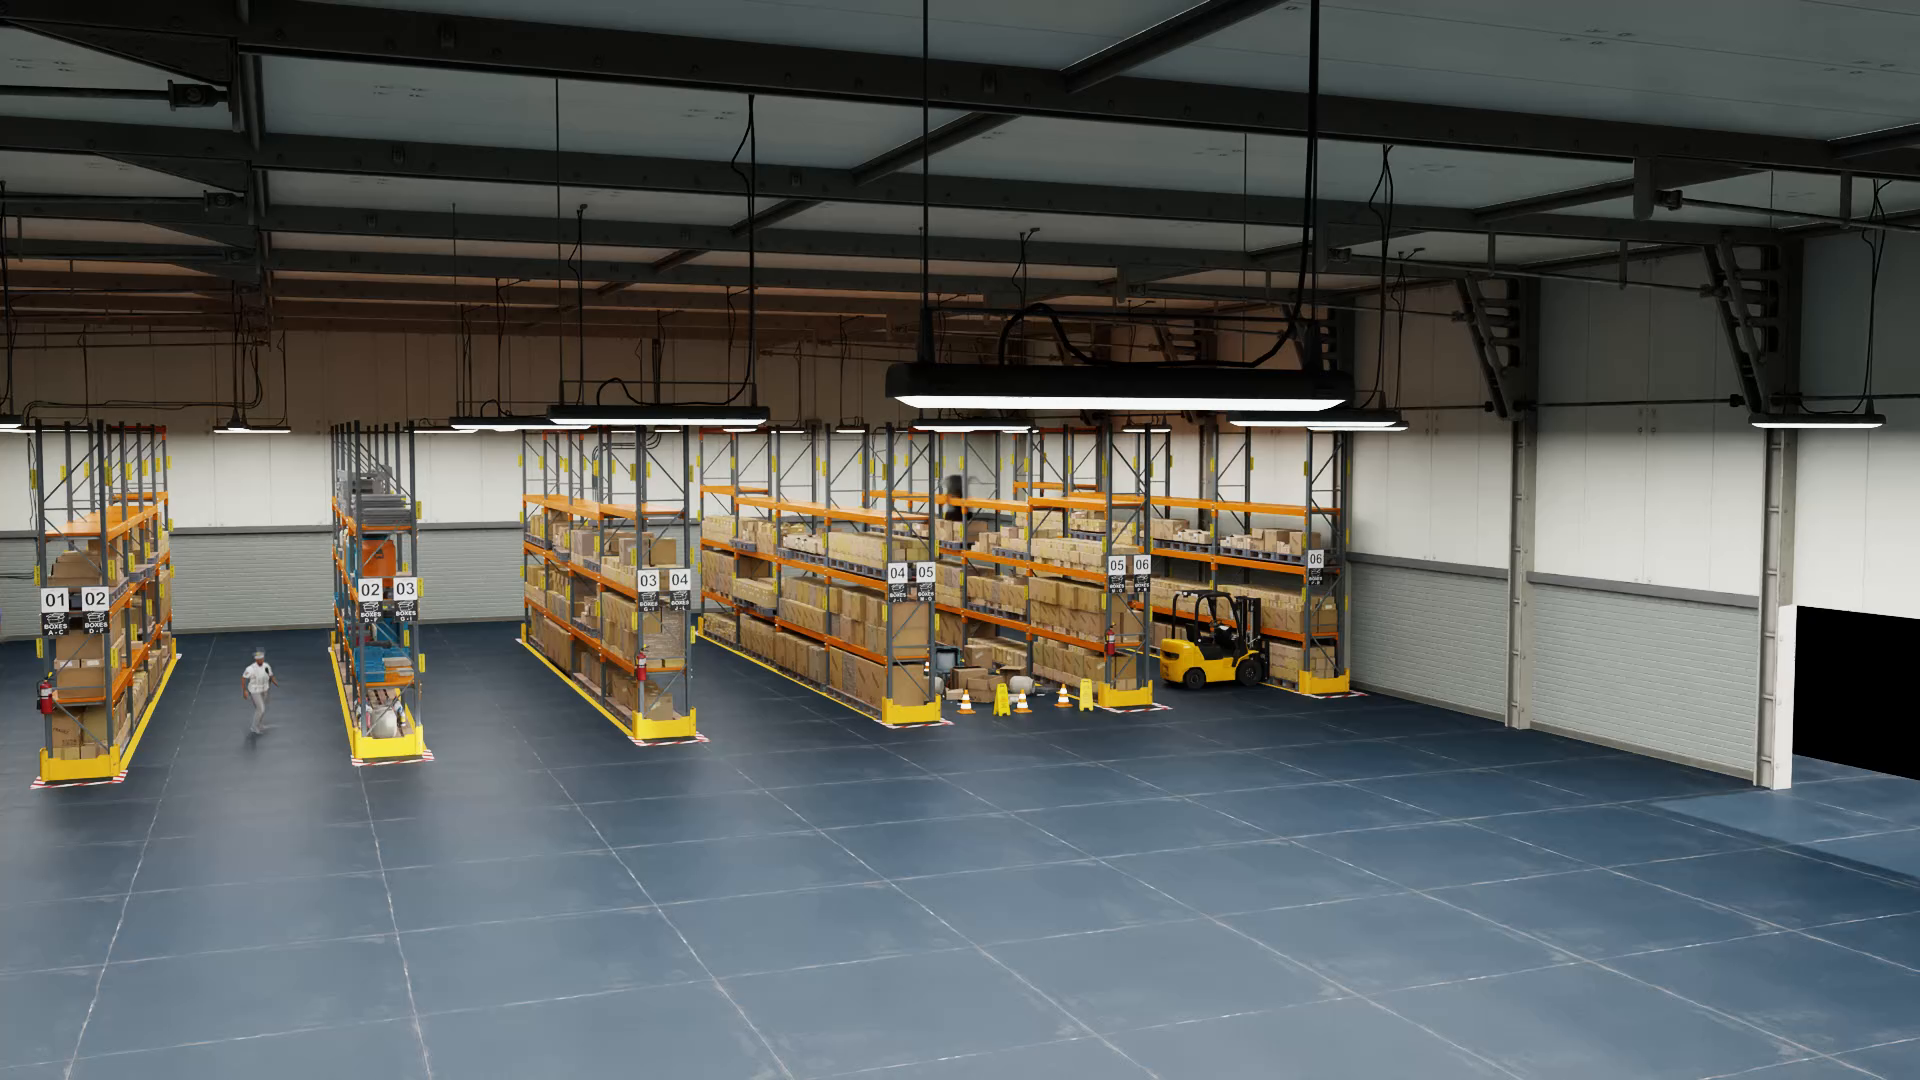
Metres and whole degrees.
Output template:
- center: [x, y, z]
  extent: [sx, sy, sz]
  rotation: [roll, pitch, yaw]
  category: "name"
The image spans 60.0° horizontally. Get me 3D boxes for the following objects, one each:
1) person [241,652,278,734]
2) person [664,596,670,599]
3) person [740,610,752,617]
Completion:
- center: [-13.493, 2.954, 32.136]
  extent: [0.807, 1.641, 0.604]
  rotation: [1, 4, 22]
  category: "person"
- center: [-8.439, 1.948, 47.810]
  extent: [0.611, 1.692, 0.670]
  rotation: [-1, 4, -10]
  category: "person"
- center: [-6.519, 1.759, 50.392]
  extent: [0.530, 1.651, 0.741]
  rotation: [4, 5, 45]
  category: "person"
